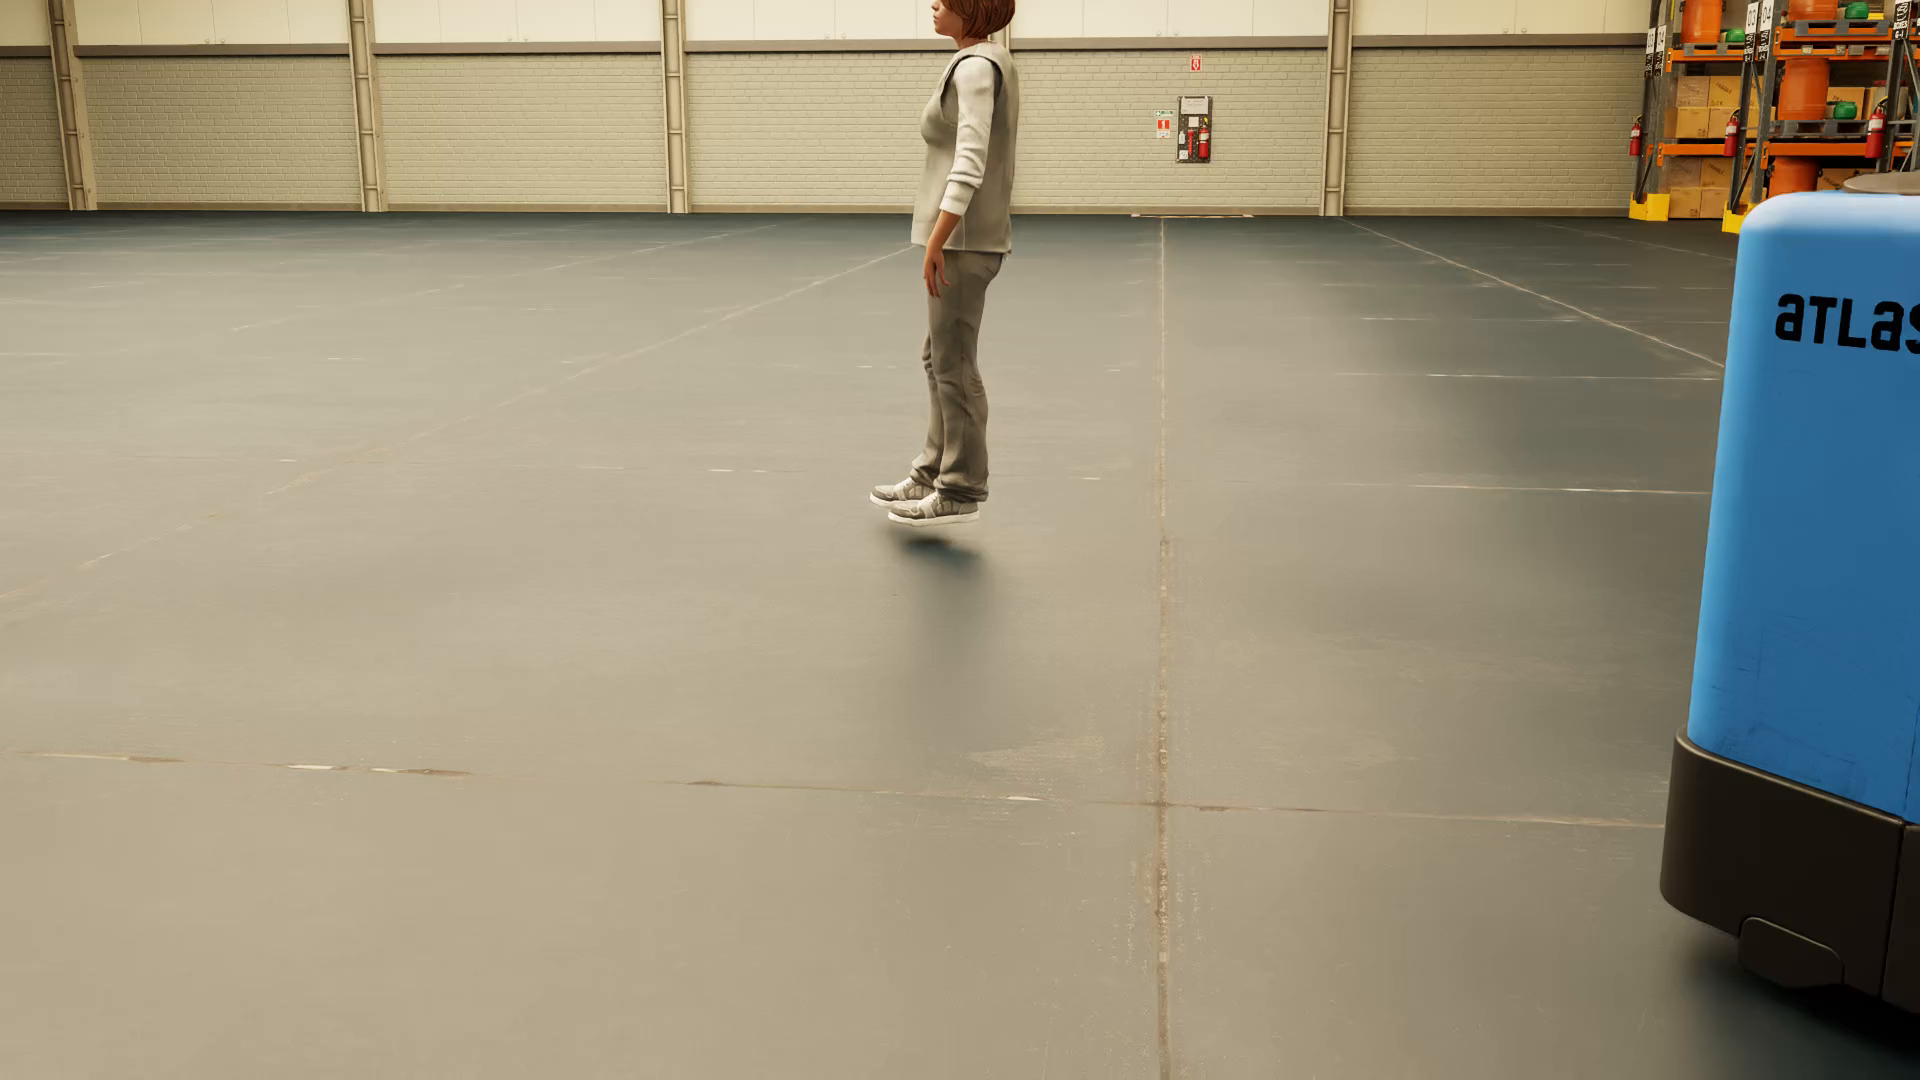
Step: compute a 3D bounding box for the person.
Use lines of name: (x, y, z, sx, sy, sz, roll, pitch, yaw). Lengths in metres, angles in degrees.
person: (-0.072, -0.829, 4.776, 0.472, 1.598, 0.521, 2, 13, 7)

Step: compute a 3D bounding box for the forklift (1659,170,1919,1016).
forklift: (2.207, -0.609, 1.118, 1.130, 2.935, 3.031, -8, 15, -30)
